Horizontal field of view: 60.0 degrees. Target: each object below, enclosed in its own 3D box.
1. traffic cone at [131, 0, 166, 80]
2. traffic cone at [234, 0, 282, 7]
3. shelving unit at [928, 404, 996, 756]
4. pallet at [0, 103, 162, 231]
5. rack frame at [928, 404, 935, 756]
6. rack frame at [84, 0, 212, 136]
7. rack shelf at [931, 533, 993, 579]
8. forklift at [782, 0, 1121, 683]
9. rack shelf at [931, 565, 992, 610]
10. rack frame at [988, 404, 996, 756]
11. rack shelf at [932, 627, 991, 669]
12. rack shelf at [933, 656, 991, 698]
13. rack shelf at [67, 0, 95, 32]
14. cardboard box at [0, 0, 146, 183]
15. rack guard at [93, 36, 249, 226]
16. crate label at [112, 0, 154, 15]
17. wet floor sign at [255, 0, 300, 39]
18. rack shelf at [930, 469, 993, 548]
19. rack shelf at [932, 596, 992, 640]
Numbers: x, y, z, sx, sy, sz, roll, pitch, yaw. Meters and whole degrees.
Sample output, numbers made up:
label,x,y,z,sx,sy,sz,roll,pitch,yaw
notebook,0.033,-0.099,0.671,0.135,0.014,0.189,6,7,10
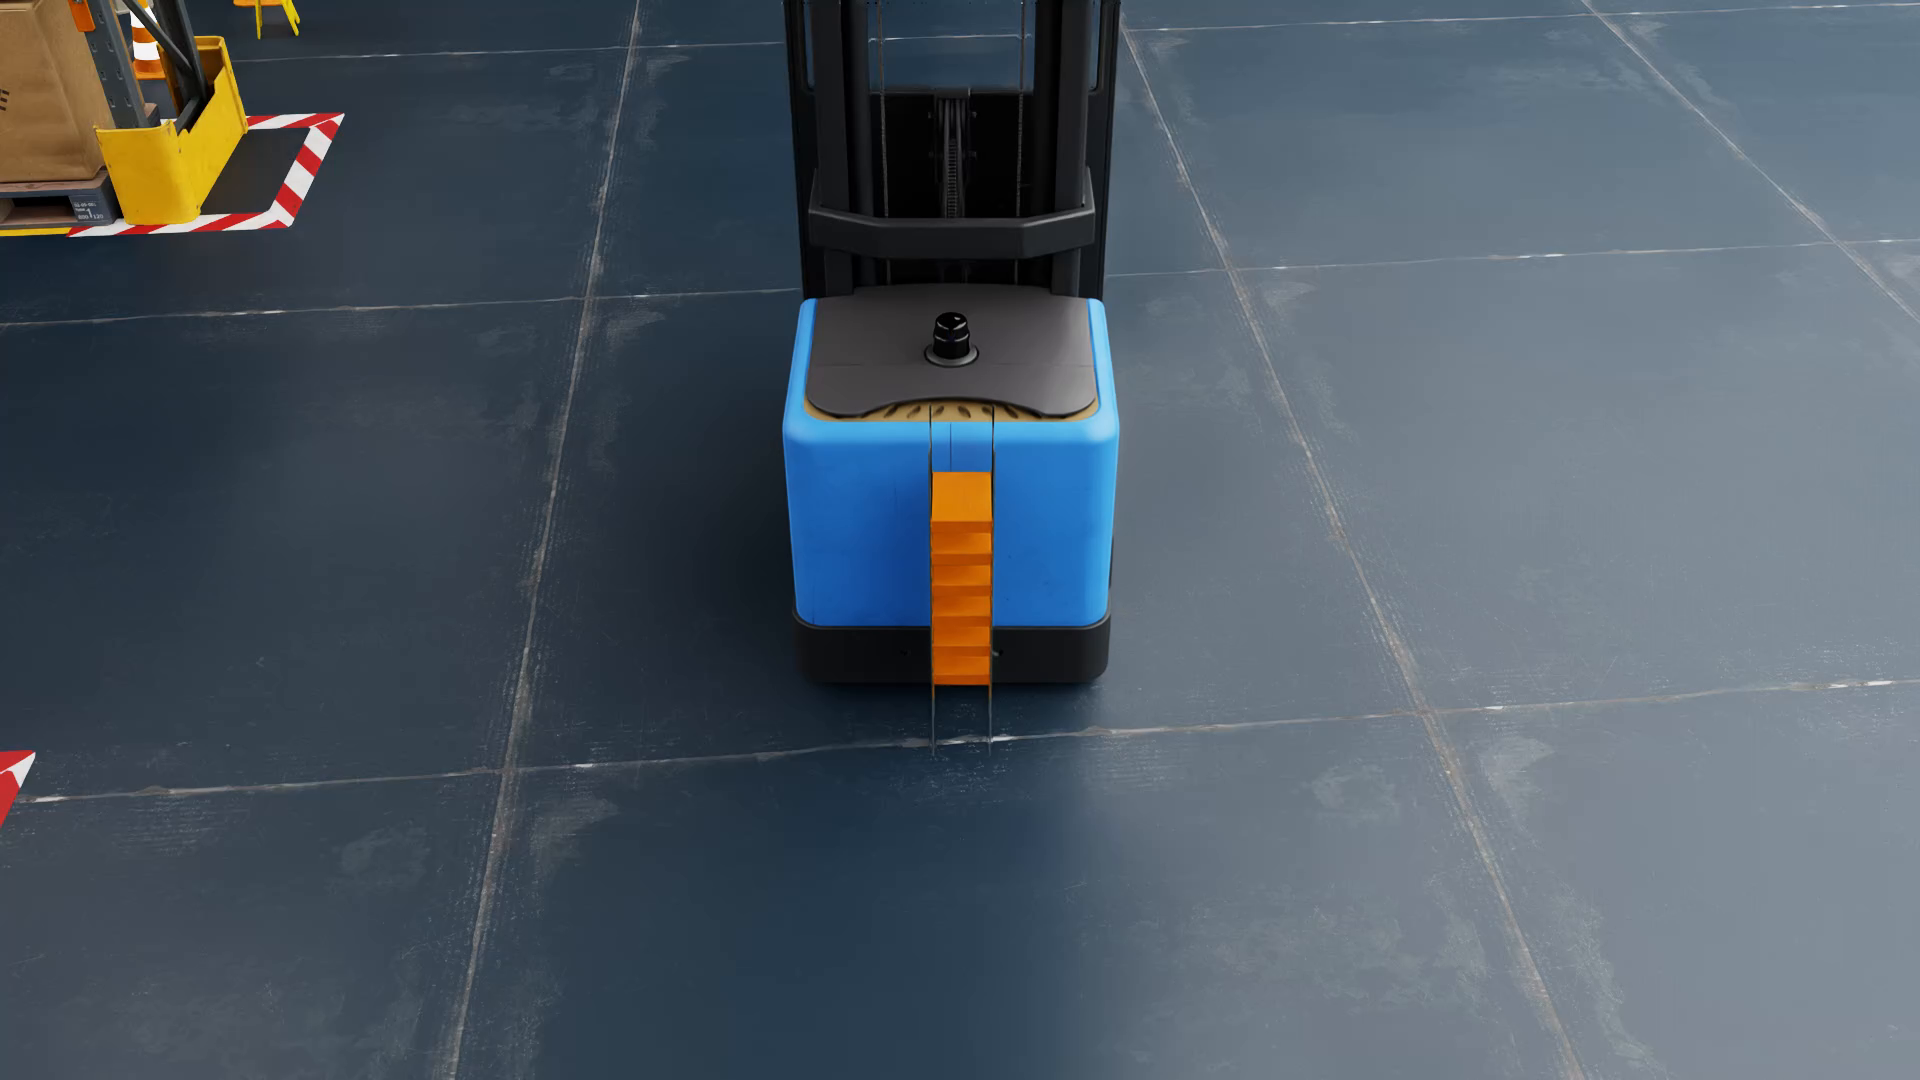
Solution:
label,x,y,z,sx,sy,sz,roll,pitch,yaw
traffic cone,-4.698,-2.947,9.611,0.334,0.463,0.336,-3,38,-4
traffic cone,-4.459,-3.663,10.519,0.334,0.463,0.336,-3,38,-4
shelving unit,0.005,0.153,5.087,0.189,1.200,0.258,0,38,0
pallet,-4.832,-1.909,8.499,1.213,0.211,1.003,-3,38,-4
rack frame,-0.086,0.153,5.087,0.006,1.200,0.240,0,38,0
rack frame,-4.043,-3.096,7.752,0.127,3.000,1.000,-3,38,-4
rack shelf,0.005,0.000,4.966,0.180,0.103,0.258,0,38,0
forklift,-0.025,-1.557,5.857,1.130,2.935,3.031,0,38,0
rack shelf,0.005,0.094,5.041,0.180,0.103,0.258,0,38,0
rack frame,0.097,0.153,5.087,0.006,1.200,0.240,0,38,0
rack shelf,0.005,0.282,5.189,0.180,0.103,0.258,0,38,0
rack shelf,0.005,0.376,5.264,0.180,0.103,0.258,0,38,0
rack shelf,-6.035,-2.704,7.836,4.000,0.370,1.077,-3,38,-4
cardboard box,-4.713,-2.349,8.181,0.875,0.875,0.875,-3,38,-4
rack guard,-4.019,-2.116,8.528,0.348,0.500,1.175,-3,38,-4
crate label,-5.237,-3.453,10.516,0.298,0.136,0.250,-24,44,-27
wet floor sign,-4.189,-3.395,10.032,0.232,0.644,0.267,-9,39,-12
rack shelf,0.005,-0.095,4.892,0.180,0.103,0.258,0,38,0
rack shelf,0.005,0.188,5.115,0.180,0.103,0.258,0,38,0
